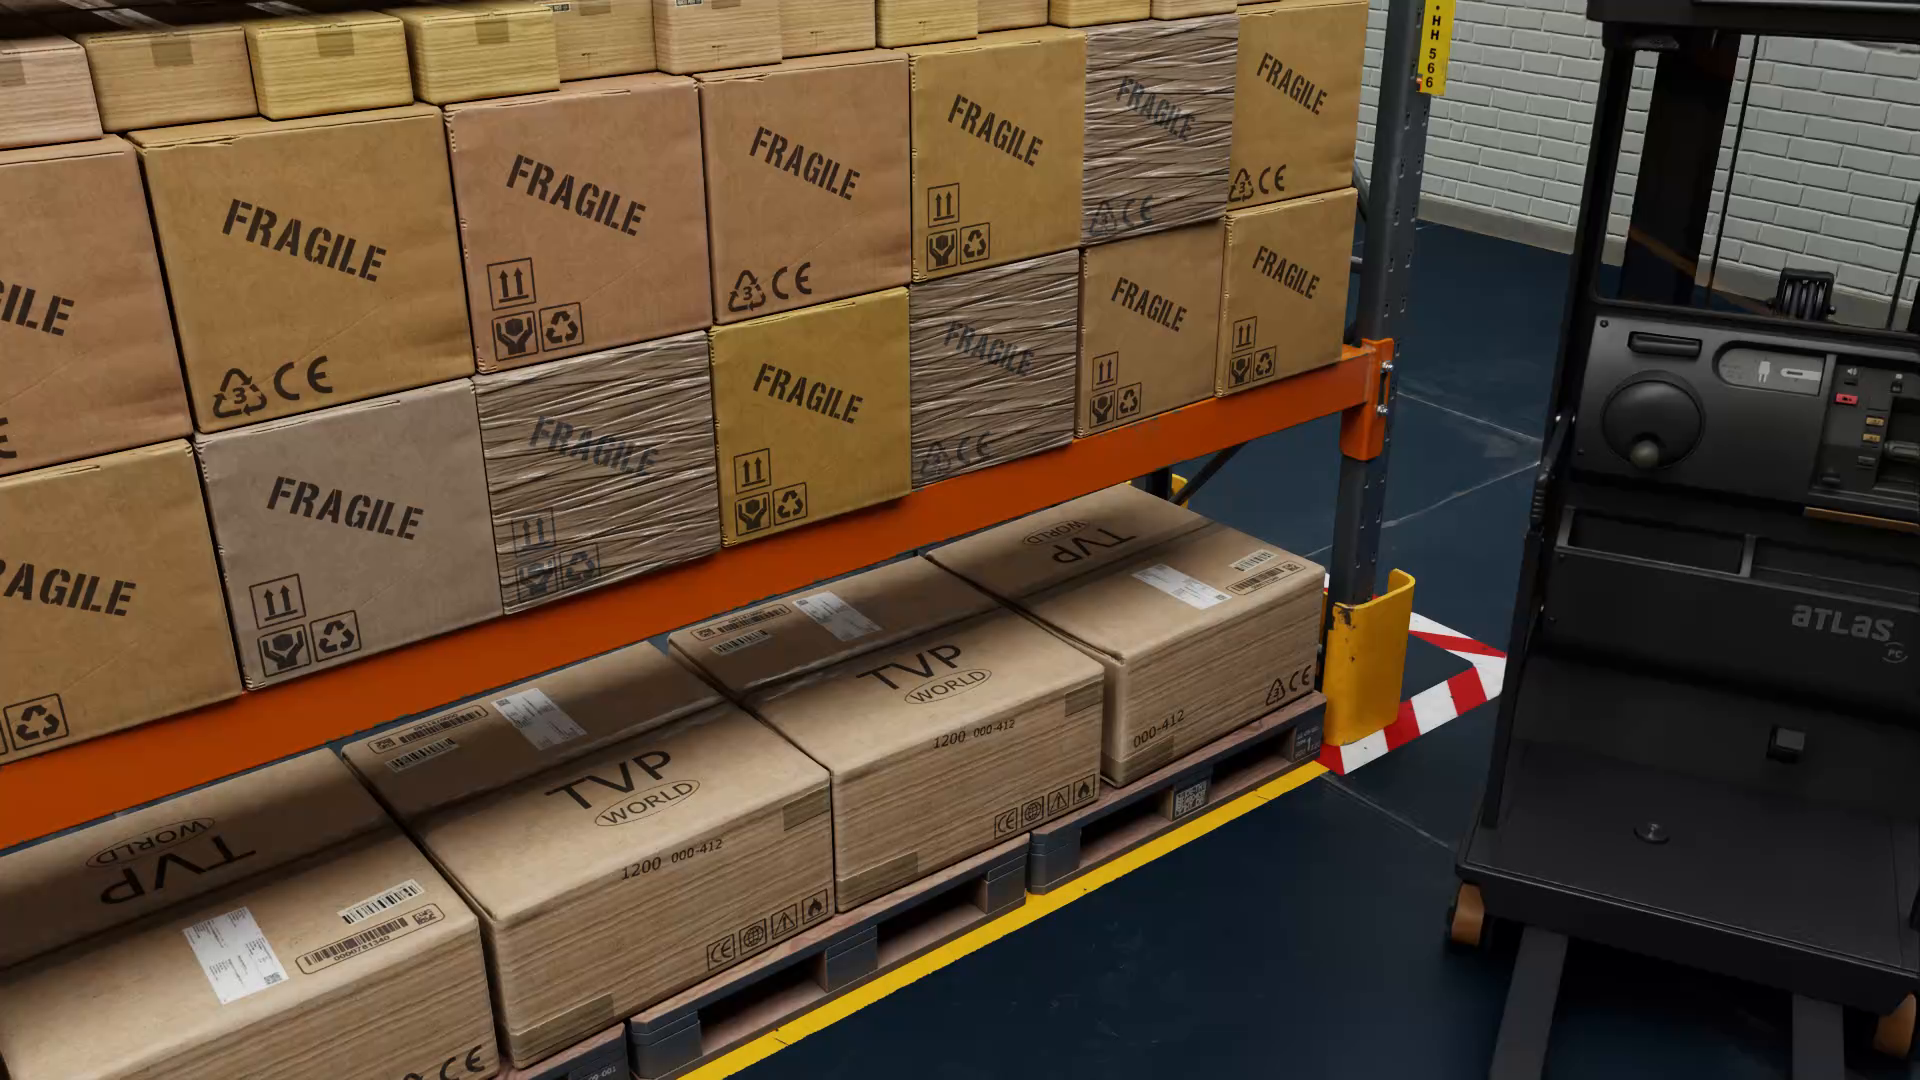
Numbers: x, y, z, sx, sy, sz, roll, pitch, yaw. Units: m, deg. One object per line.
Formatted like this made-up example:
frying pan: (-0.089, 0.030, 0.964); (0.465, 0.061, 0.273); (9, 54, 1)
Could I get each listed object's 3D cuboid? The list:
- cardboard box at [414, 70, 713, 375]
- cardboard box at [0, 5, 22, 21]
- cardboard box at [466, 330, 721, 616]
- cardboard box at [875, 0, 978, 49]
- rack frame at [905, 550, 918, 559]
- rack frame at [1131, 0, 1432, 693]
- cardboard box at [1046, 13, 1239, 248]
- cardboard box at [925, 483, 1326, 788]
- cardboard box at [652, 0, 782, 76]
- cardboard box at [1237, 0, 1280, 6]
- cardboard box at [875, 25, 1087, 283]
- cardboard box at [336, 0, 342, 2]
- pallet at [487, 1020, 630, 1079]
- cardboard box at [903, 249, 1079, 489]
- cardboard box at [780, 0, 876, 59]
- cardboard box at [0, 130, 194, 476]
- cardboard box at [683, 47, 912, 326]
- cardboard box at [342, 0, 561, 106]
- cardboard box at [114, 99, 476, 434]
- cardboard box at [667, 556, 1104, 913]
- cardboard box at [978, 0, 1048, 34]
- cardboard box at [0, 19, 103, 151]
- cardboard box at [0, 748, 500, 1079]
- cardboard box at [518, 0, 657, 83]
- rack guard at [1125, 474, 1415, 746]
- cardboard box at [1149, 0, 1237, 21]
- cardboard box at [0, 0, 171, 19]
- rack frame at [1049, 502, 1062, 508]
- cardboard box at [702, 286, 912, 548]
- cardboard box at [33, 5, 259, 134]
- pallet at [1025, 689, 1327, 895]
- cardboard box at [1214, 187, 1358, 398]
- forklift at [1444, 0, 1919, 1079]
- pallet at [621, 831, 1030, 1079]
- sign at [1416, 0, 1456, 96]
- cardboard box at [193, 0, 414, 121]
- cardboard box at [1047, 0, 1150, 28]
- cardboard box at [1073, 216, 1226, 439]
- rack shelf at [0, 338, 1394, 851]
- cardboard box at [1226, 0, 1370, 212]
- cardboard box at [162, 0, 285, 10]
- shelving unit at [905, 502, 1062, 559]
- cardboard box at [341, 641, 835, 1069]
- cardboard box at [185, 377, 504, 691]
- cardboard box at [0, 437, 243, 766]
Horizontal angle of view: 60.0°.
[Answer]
cardboard box: (-0.853, -0.682, 3.350); (0.500, 0.500, 0.500); (-18, 30, -33)
cardboard box: (-1.868, -0.893, 3.033); (0.250, 0.149, 0.380); (-17, 30, -33)
cardboard box: (-0.864, -0.218, 3.539); (0.500, 0.500, 0.500); (-18, 30, -34)
cardboard box: (-0.170, -1.204, 3.705); (0.250, 0.149, 0.380); (-17, 30, -33)
rack frame: (-0.293, -0.583, 6.226); (0.023, 1.500, 0.400); (-18, 31, -34)
rack frame: (0.959, -0.920, 5.170); (0.127, 3.000, 1.000); (-18, 31, -34)
cardboard box: (0.333, -1.070, 4.185); (0.500, 0.500, 0.500); (-18, 30, -34)
cardboard box: (0.501, 0.256, 5.180); (0.875, 0.438, 0.875); (-19, 31, -36)
cardboard box: (-0.570, -1.060, 3.394); (0.250, 0.149, 0.380); (-18, 30, -34)
cardboard box: (0.615, -1.480, 4.299); (0.250, 0.149, 0.380); (-18, 30, -33)
cardboard box: (-0.058, -0.942, 3.911); (0.500, 0.500, 0.500); (-18, 31, -34)
cardboard box: (-1.303, -1.103, 3.486); (0.250, 0.149, 0.380); (-19, 31, -34)
pallet: (-1.542, 1.212, 3.888); (1.213, 0.211, 1.003); (-18, 31, -34)
cardboard box: (-0.060, -0.491, 4.125); (0.500, 0.500, 0.500); (-17, 30, -33)
cardboard box: (-0.388, -1.142, 3.571); (0.250, 0.149, 0.380); (-17, 30, -32)
cardboard box: (-1.664, -0.424, 2.793); (0.500, 0.500, 0.500); (-18, 30, -34)
cardboard box: (-0.455, -0.812, 3.631); (0.500, 0.500, 0.500); (-19, 31, -34)
cardboard box: (-0.953, -0.927, 3.106); (0.250, 0.149, 0.380); (-19, 31, -35)
cardboard box: (-1.263, -0.553, 3.072); (0.500, 0.500, 0.500); (-19, 31, -35)
cardboard box: (-0.214, 0.496, 4.662); (0.875, 0.438, 0.875); (-17, 30, -33)
cardboard box: (-0.009, -1.289, 3.887); (0.250, 0.149, 0.380); (-19, 31, -34)
cardboard box: (-1.588, -0.742, 2.710); (0.250, 0.149, 0.380); (-18, 30, -33)
cardboard box: (-1.628, 0.963, 3.657); (0.875, 0.438, 0.875); (-19, 31, -35)
cardboard box: (-0.806, -1.019, 3.305); (0.250, 0.149, 0.380); (-18, 31, -34)
rack guard: (0.978, 0.207, 5.710); (0.348, 0.500, 1.175); (-18, 31, -34)
cardboard box: (0.464, -1.385, 4.095); (0.250, 0.149, 0.380); (-19, 31, -35)
cardboard box: (-1.666, -0.954, 3.165); (0.250, 0.149, 0.380); (-18, 31, -34)
rack frame: (0.283, -0.774, 6.635); (0.023, 1.500, 0.400); (-18, 31, -34)
cardboard box: (-0.459, -0.352, 3.827); (0.500, 0.500, 0.500); (-17, 30, -33)
cardboard box: (-1.413, -0.823, 2.883); (0.250, 0.149, 0.380); (-19, 31, -35)
pallet: (0.378, 0.578, 5.254); (1.213, 0.211, 1.003); (-18, 31, -34)
cardboard box: (0.743, -0.753, 4.690); (0.500, 0.500, 0.500); (-18, 30, -34)
forklift: (1.928, -0.281, 3.874); (1.130, 2.935, 3.031); (11, 27, 22)
pallet: (-0.581, 0.893, 4.575); (1.213, 0.211, 1.003); (-18, 31, -34)
sign: (1.283, -1.370, 4.482); (0.005, 0.325, 0.100); (-18, 31, -34)
cardboard box: (-1.180, -0.867, 2.978); (0.250, 0.149, 0.380); (-19, 31, -34)
cardboard box: (0.240, -1.333, 3.983); (0.250, 0.149, 0.380); (-17, 30, -33)
cardboard box: (0.339, -0.627, 4.420); (0.500, 0.500, 0.500); (-19, 31, -35)
rack shelf: (-0.615, -0.075, 4.202); (4.000, 0.370, 1.077); (-18, 31, -34)
cardboard box: (0.727, -1.215, 4.499); (0.500, 0.500, 0.500); (-17, 30, -32)
cardboard box: (-1.478, -1.026, 3.320); (0.250, 0.149, 0.380); (-19, 31, -34)
shelving unit: (-0.005, -0.679, 6.431); (0.755, 1.500, 0.431); (-18, 31, -34)
cardboard box: (-0.924, 0.730, 4.159); (0.875, 0.438, 0.875); (-19, 31, -35)
cardboard box: (-1.259, -0.091, 3.265); (0.500, 0.500, 0.500); (-18, 30, -34)
cardboard box: (-1.658, 0.038, 2.986); (0.500, 0.500, 0.500); (-17, 30, -32)
